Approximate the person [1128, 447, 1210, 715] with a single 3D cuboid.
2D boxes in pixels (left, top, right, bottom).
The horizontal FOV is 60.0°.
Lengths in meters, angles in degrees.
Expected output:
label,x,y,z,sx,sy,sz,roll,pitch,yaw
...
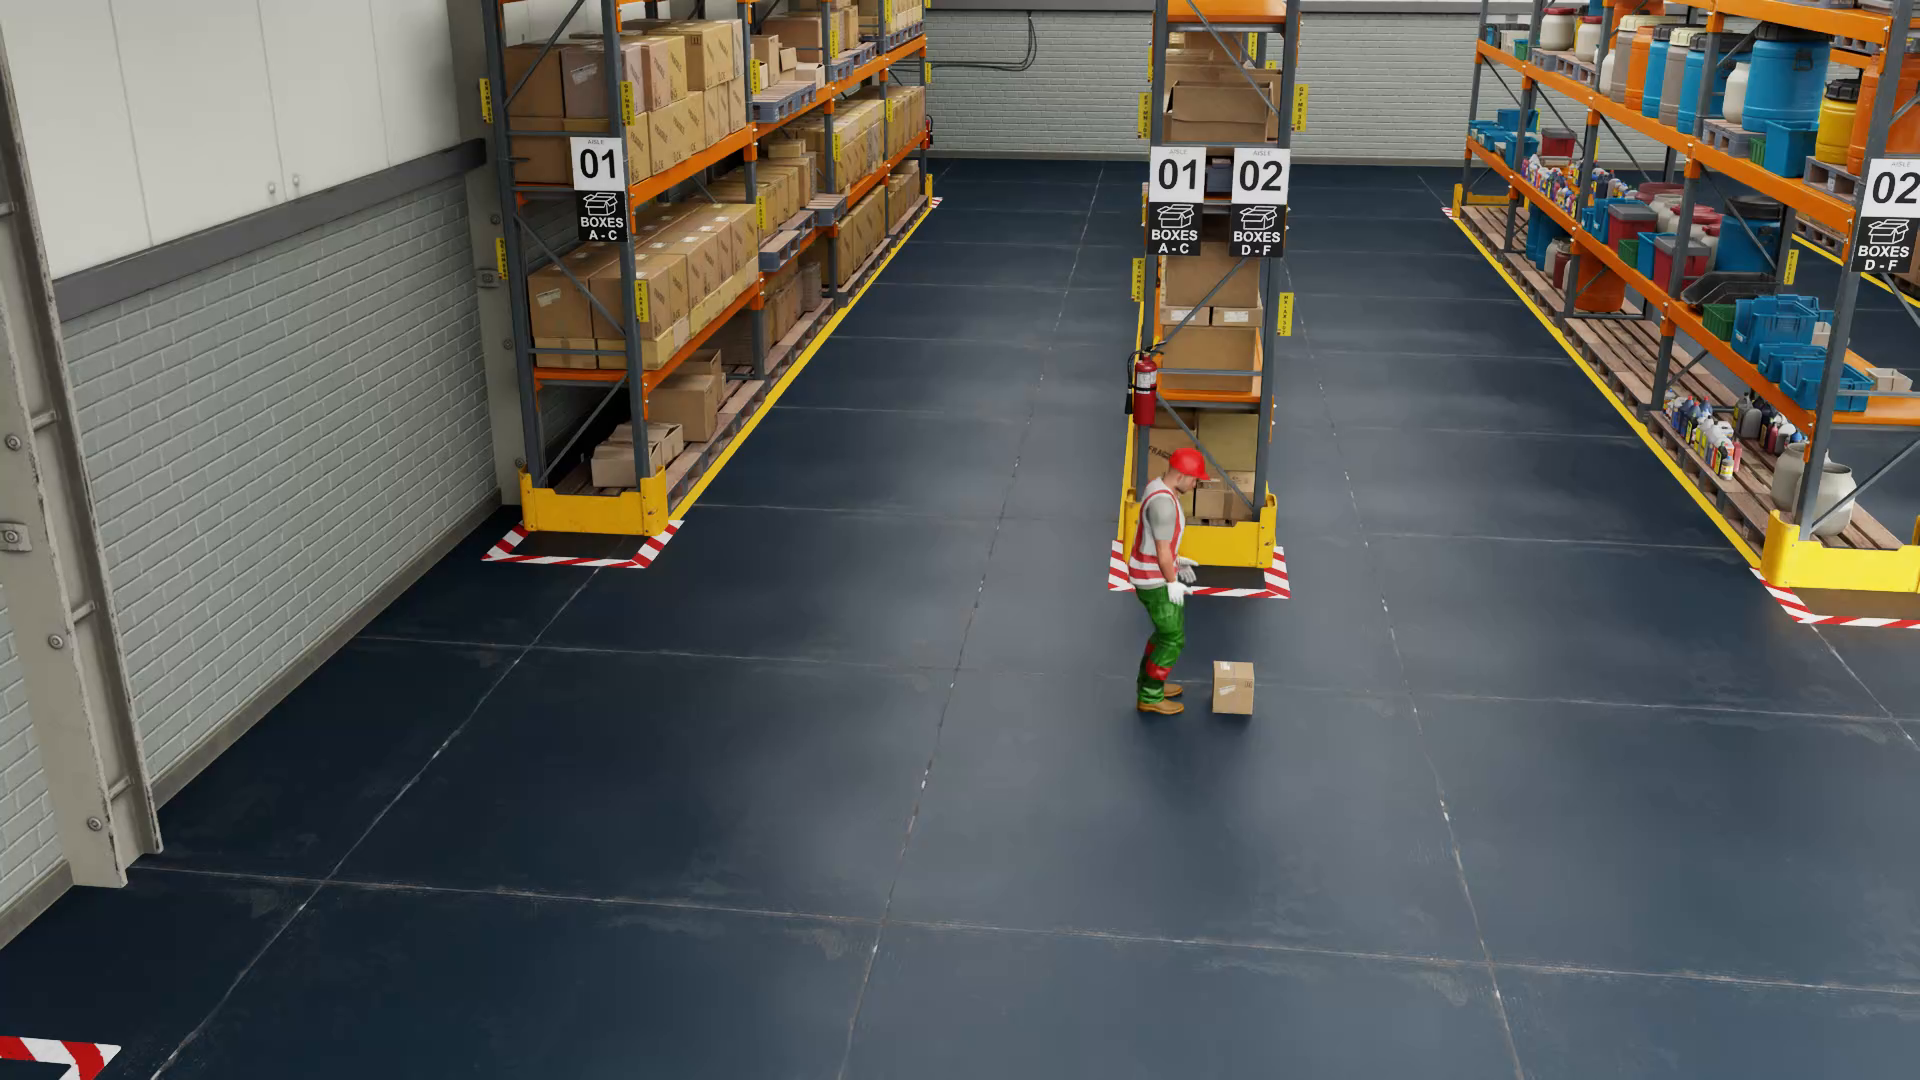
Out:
label,x,y,z,sx,sy,sz,roll,pitch,yaw
person,1.304,0.235,10.530,0.477,1.725,0.547,3,21,8
